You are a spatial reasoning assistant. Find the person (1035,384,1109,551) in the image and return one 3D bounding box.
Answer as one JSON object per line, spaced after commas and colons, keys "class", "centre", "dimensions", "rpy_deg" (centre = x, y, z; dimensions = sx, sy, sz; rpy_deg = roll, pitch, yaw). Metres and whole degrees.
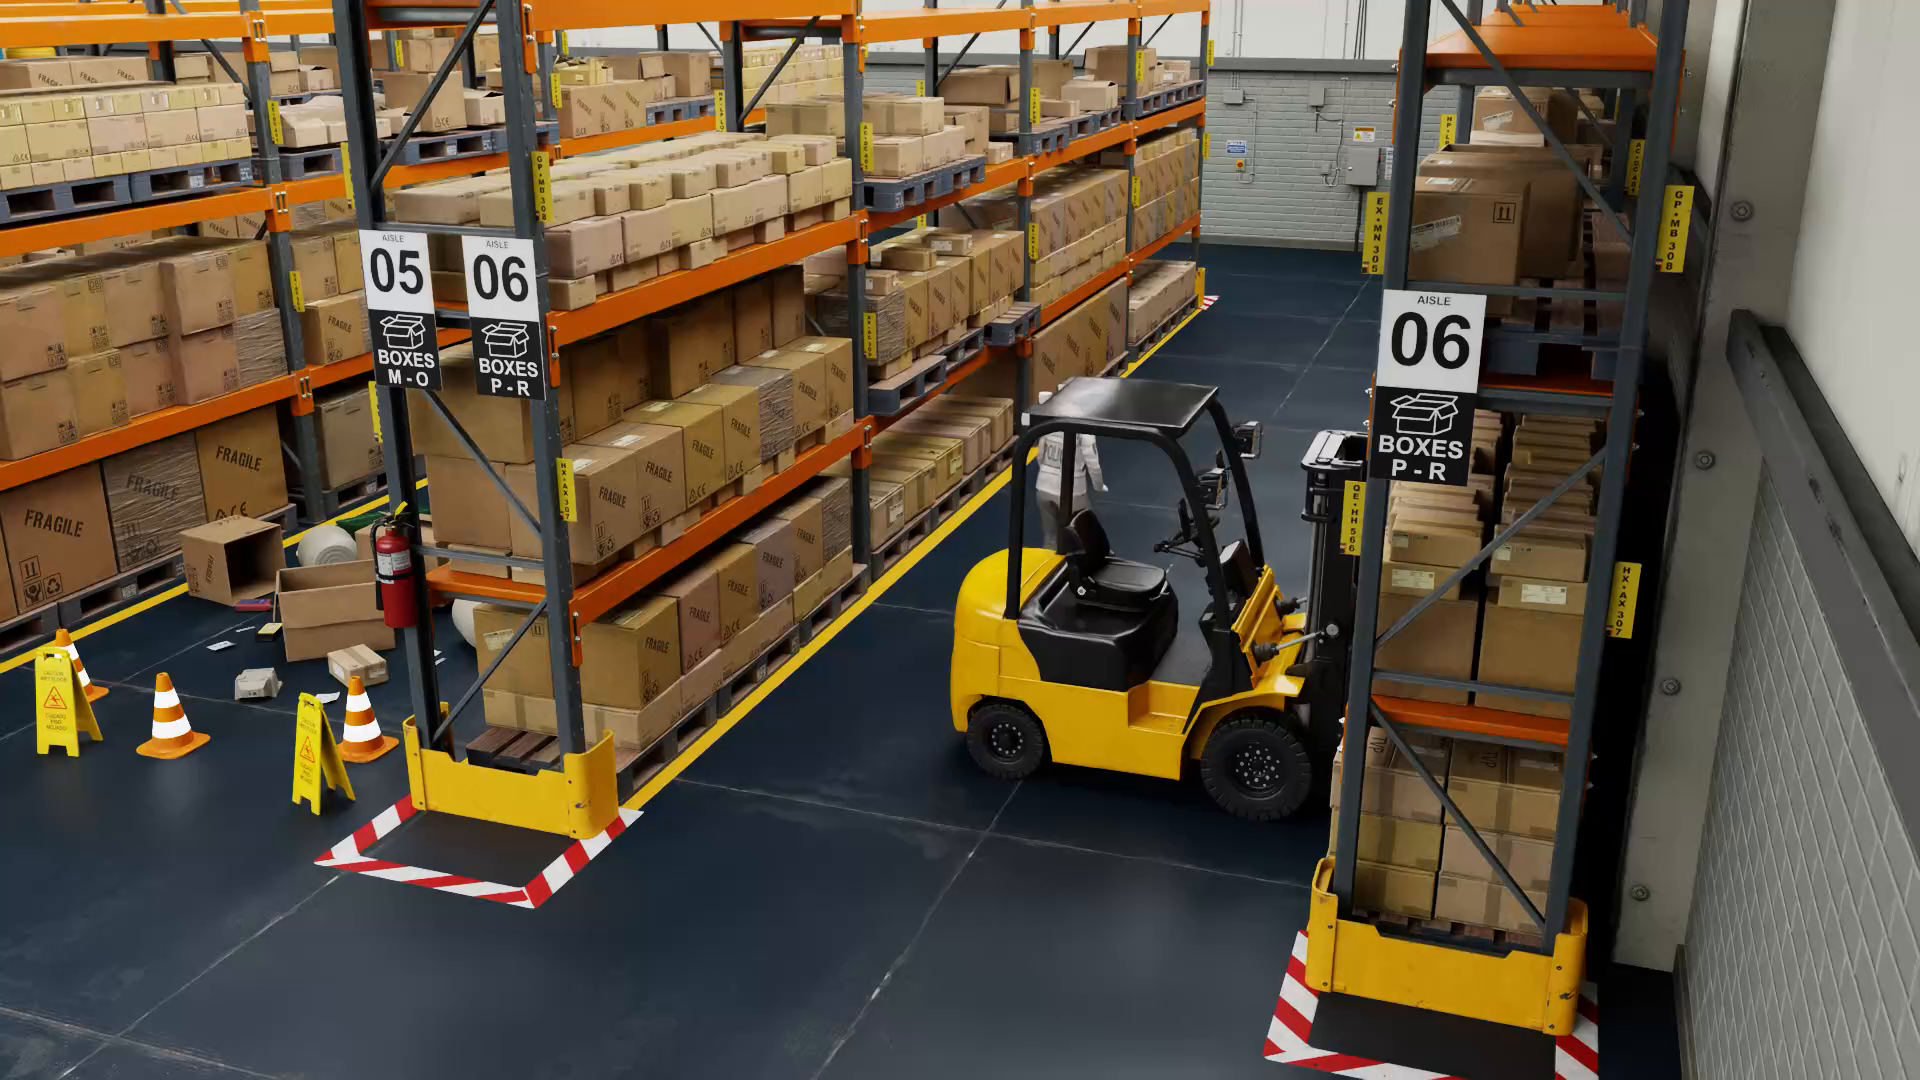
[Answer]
{"class": "person", "centre": [0.807, -0.310, 11.968], "dimensions": [0.537, 1.681, 0.518], "rpy_deg": [13, 23, 34]}
